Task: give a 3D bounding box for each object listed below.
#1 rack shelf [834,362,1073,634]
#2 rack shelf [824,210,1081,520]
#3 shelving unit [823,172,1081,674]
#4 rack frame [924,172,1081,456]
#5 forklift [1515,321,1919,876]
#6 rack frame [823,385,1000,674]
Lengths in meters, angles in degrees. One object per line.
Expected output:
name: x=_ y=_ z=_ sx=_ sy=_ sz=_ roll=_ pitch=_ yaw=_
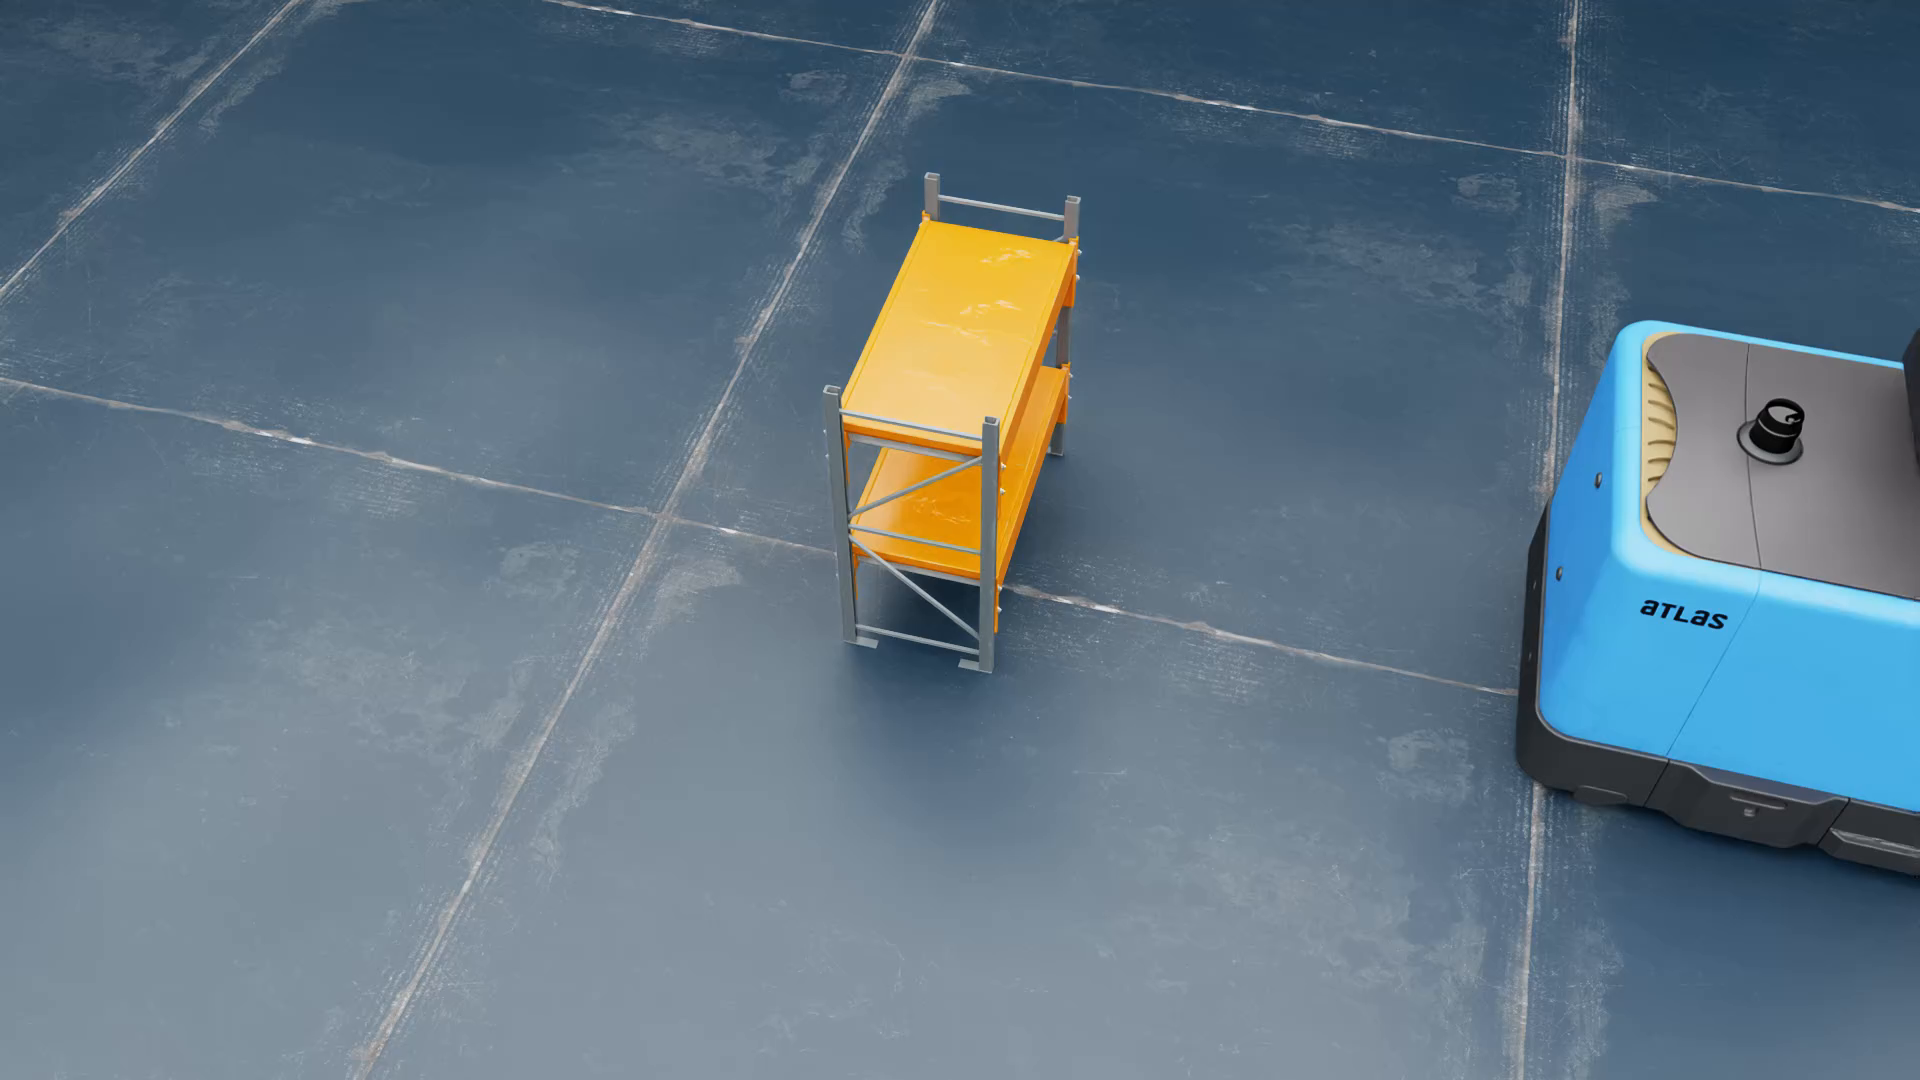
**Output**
rack shelf: x=-0.002 y=-0.206 z=5.507 sx=0.538 sy=0.278 sz=1.000 roll=12 pitch=50 yaw=10
rack shelf: x=-0.002 y=-0.561 z=5.104 sx=0.538 sy=0.278 sz=1.000 roll=12 pitch=50 yaw=10
shelving unit: x=-0.002 y=-0.367 z=5.324 sx=0.538 sy=1.125 sz=1.048 roll=12 pitch=50 yaw=10
rack frame: x=0.132 y=-0.735 z=5.648 sx=0.500 sy=1.125 sz=0.032 roll=12 pitch=50 yaw=10
forklift: x=3.269 y=-0.277 z=4.040 sx=3.031 sy=2.935 sz=1.130 roll=12 pitch=50 yaw=10
rack frame: x=-0.136 y=0.000 z=4.999 sx=0.500 sy=1.125 sz=0.032 roll=12 pitch=50 yaw=10
